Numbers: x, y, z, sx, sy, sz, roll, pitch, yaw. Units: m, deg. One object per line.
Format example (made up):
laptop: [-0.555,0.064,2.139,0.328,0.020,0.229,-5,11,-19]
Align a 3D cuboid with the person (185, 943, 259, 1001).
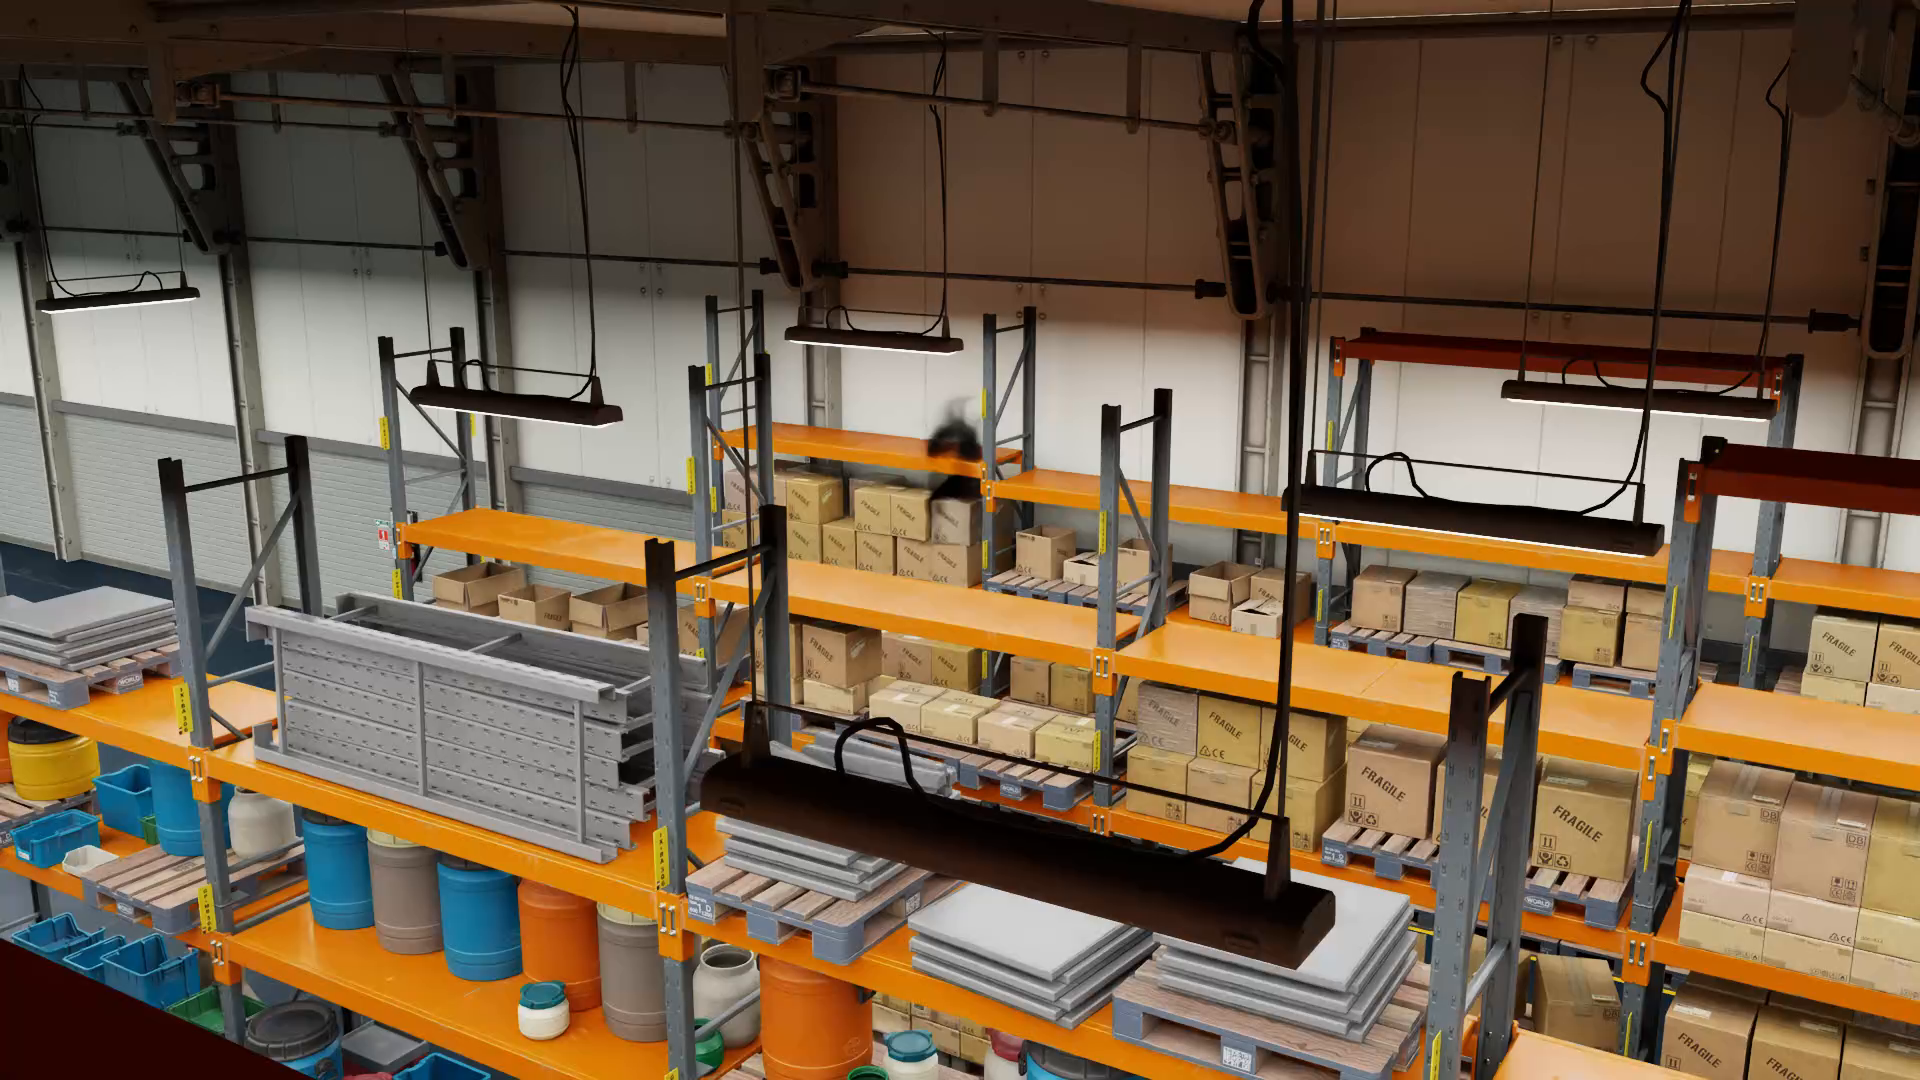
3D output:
person: [-6.581,3.732,14.665,0.768,1.801,0.658,5,15,20]
